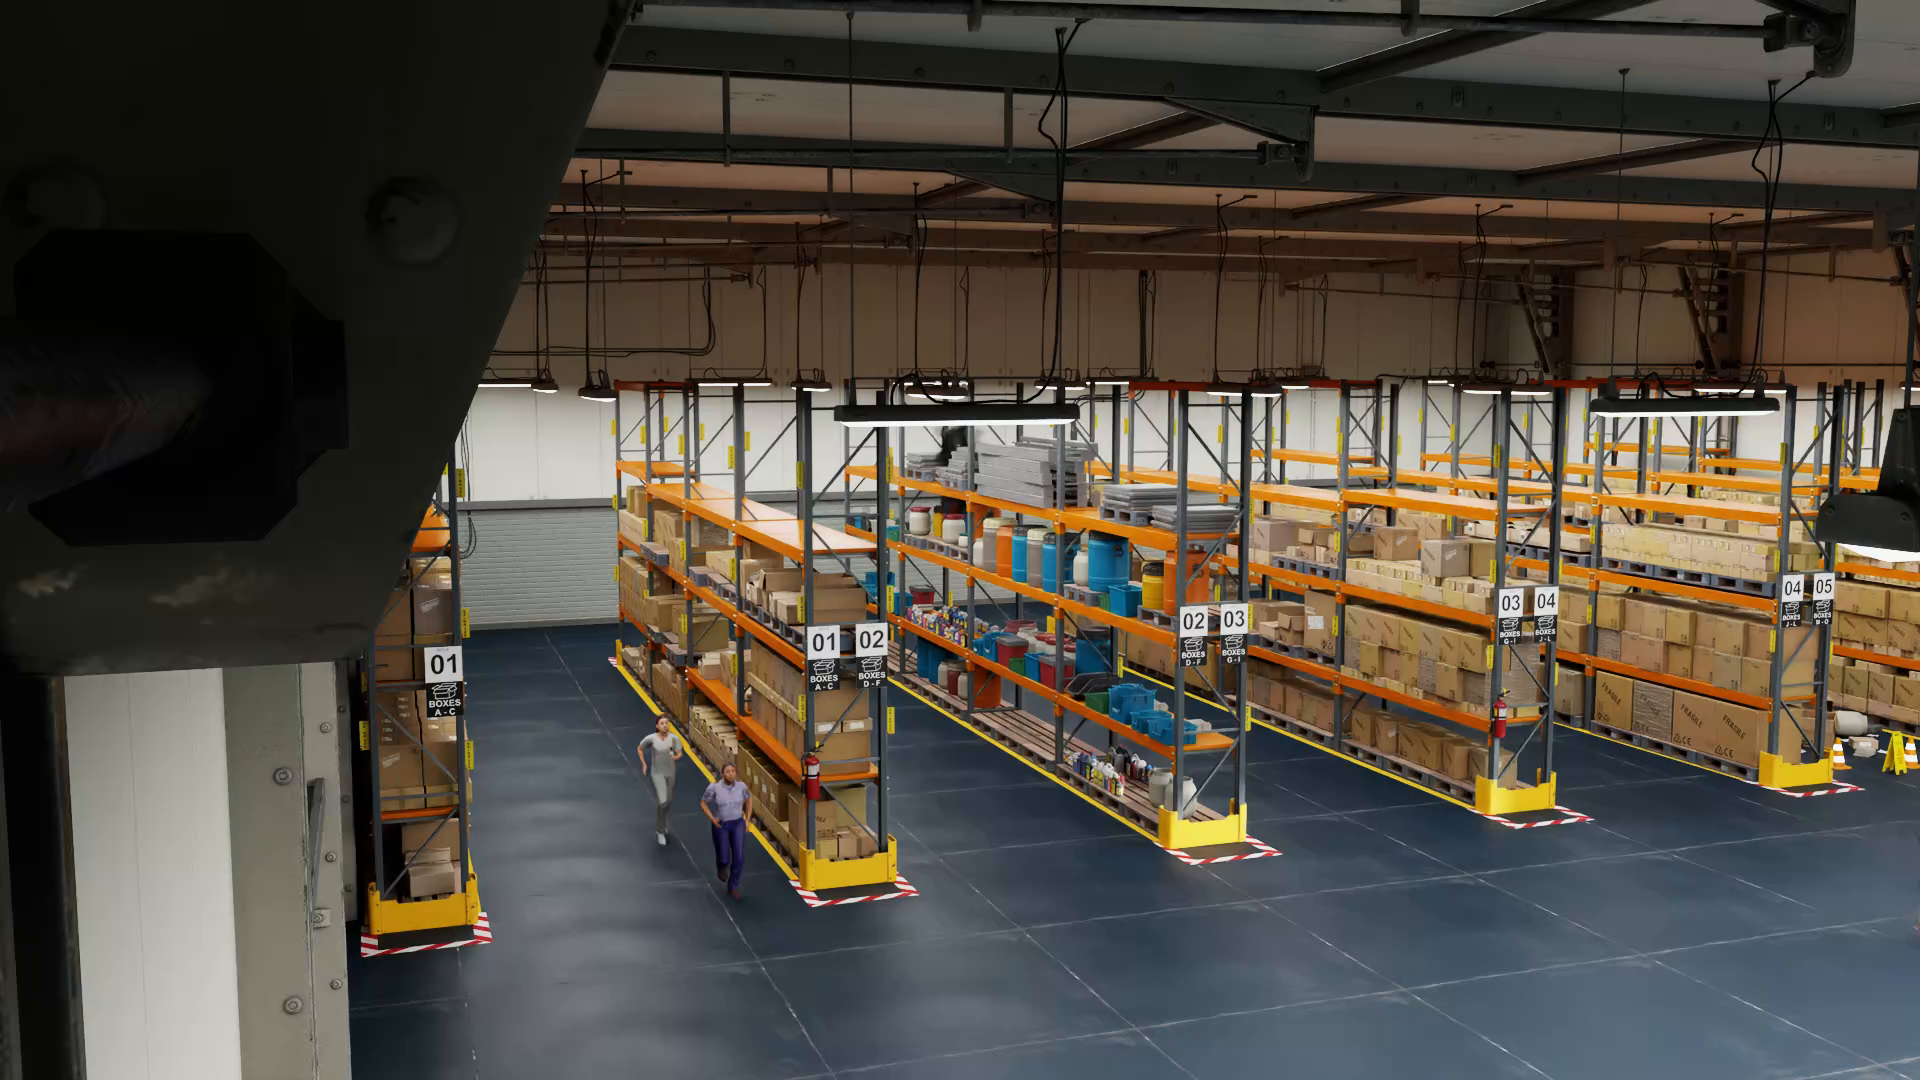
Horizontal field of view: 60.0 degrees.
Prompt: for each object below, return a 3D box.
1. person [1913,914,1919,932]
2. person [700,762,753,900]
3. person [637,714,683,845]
[{"bbox_3d":[10.844,3.601,18.091,0.770,1.719,0.546,0,6,0],"label":"person"},{"bbox_3d":[-2.774,3.446,19.890,0.641,1.627,0.599,-2,6,-18],"label":"person"},{"bbox_3d":[-3.960,3.165,22.125,0.531,1.720,0.738,-4,7,-31],"label":"person"}]
